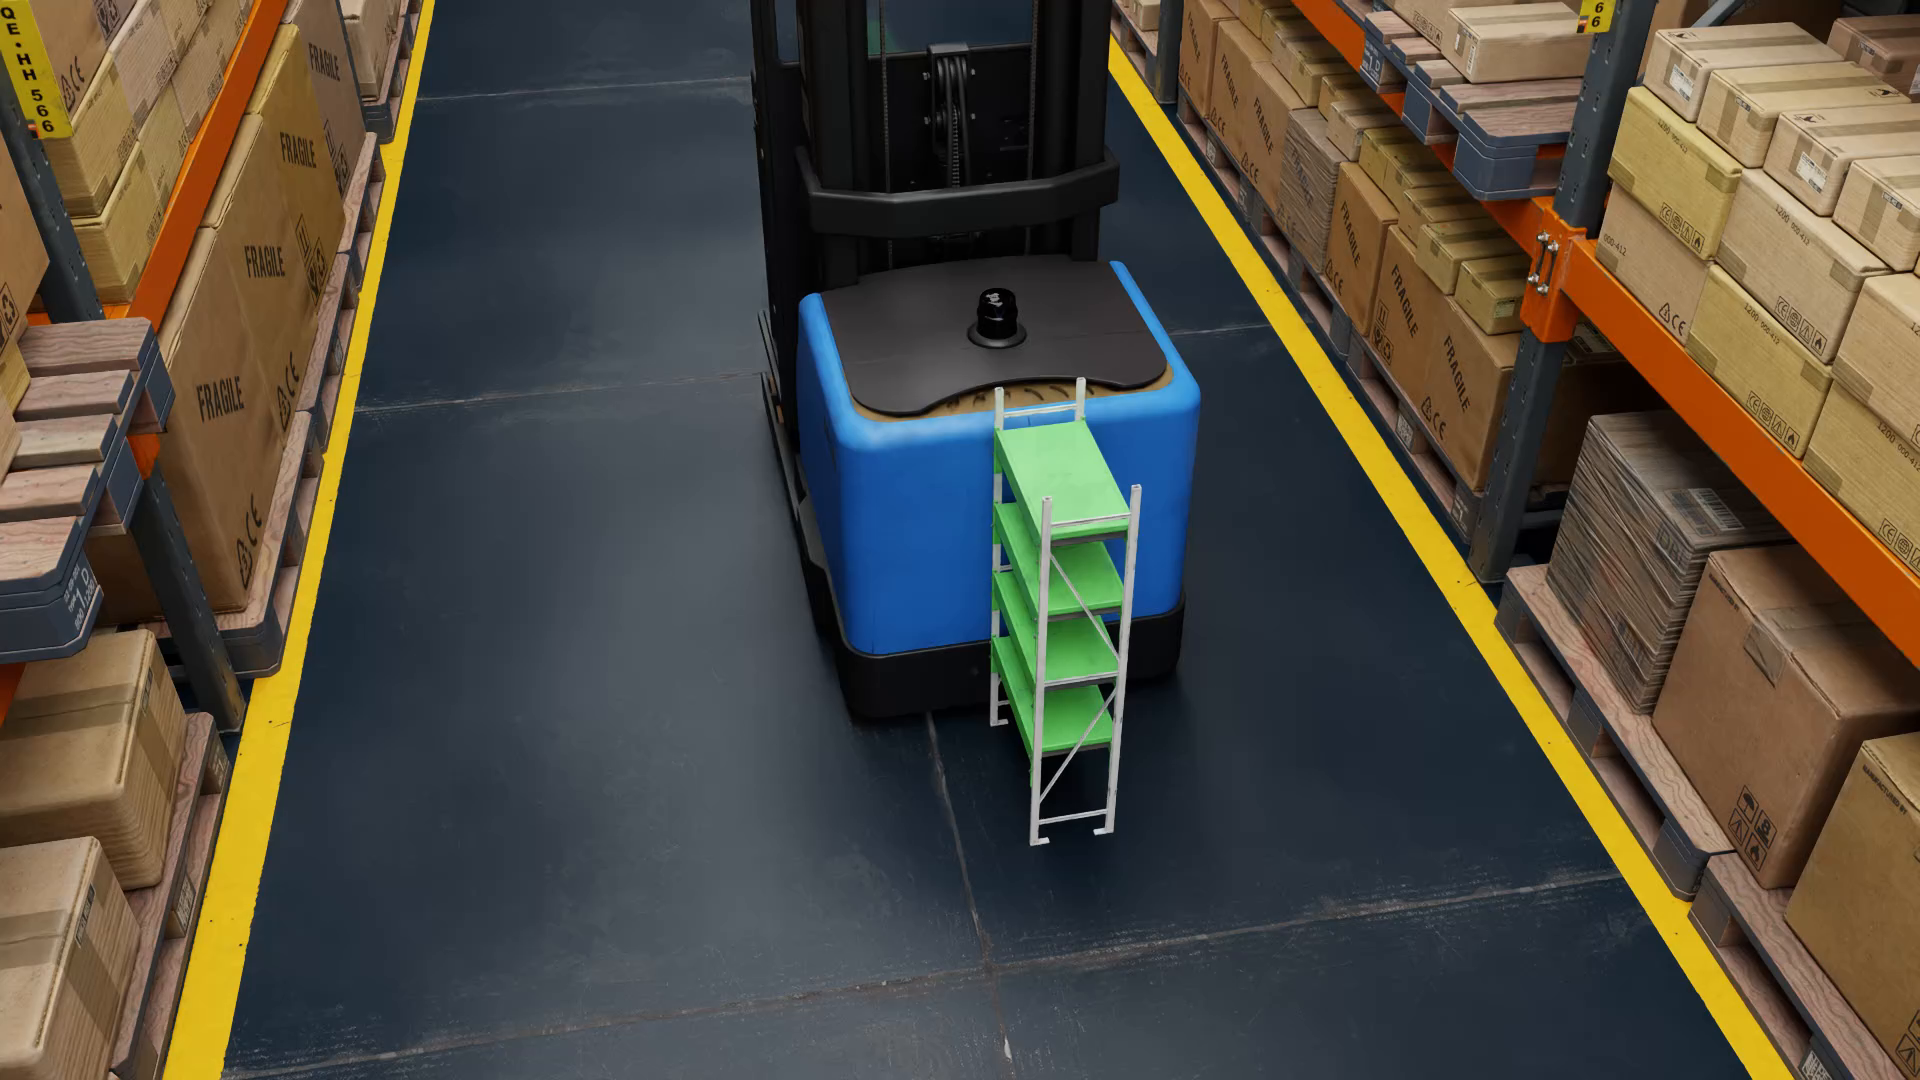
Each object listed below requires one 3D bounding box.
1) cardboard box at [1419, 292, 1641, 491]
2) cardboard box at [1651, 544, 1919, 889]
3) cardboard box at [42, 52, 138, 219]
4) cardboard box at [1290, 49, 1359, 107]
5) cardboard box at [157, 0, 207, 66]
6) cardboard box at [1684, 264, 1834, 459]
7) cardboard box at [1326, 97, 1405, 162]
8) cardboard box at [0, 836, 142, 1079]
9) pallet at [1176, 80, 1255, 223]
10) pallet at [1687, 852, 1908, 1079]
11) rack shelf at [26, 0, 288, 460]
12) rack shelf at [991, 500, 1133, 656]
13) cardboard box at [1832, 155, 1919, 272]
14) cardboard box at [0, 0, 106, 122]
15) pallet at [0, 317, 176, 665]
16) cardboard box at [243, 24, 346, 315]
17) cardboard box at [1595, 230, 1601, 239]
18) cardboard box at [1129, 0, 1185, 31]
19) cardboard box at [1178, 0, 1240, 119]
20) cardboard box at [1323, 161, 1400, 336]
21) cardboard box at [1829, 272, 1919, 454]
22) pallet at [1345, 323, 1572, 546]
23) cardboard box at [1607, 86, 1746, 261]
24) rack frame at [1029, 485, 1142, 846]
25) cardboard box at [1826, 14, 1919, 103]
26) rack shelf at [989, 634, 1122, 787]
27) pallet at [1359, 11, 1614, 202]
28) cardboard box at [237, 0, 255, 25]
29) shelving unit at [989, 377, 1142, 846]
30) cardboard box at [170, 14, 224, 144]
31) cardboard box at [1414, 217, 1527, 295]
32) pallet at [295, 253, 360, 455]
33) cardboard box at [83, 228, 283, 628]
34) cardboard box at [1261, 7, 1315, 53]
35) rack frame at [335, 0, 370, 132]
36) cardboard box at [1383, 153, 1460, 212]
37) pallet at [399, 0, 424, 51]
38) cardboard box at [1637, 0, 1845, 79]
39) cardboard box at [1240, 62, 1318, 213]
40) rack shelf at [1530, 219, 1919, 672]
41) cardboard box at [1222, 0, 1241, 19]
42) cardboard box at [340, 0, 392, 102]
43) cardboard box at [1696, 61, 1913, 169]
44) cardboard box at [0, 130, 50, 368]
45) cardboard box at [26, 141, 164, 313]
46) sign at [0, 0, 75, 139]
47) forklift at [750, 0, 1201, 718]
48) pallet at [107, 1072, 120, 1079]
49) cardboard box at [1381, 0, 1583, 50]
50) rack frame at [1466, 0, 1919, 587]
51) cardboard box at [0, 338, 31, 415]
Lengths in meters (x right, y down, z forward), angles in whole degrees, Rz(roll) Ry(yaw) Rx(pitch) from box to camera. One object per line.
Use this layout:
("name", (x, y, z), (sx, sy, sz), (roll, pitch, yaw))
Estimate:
("cardboard box", (1.935, -0.531, 5.684), (0.500, 0.500, 0.500), (-5, 38, -7))
("cardboard box", (2.439, 0.424, 4.353), (0.875, 0.625, 0.625), (-5, 38, -6))
("cardboard box", (-2.511, -1.055, 4.377), (0.500, 0.250, 0.500), (-6, 38, -8))
("cardboard box", (1.611, -1.944, 6.973), (0.380, 0.149, 0.250), (-5, 38, -6))
("cardboard box", (-2.676, -1.669, 5.169), (0.500, 0.250, 0.500), (-6, 38, -8))
("cardboard box", (2.141, -0.462, 4.022), (0.500, 0.250, 0.500), (-7, 38, -9))
("cardboard box", (1.680, -1.630, 6.570), (0.380, 0.149, 0.250), (-8, 39, -10))
("cardboard box", (-2.439, 1.075, 3.721), (0.950, 0.372, 0.625), (-7, 38, -9))
("pallet", (1.699, -1.948, 8.085), (1.003, 0.211, 1.213), (-6, 38, -8))
("pallet", (2.537, 1.218, 4.010), (1.003, 0.211, 1.213), (-6, 38, -8))
("rack shelf", (-3.016, -1.508, 5.832), (1.077, 0.370, 4.000), (-6, 38, -8))
("rack shelf", (0.261, 0.076, 4.387), (0.258, 0.148, 0.480), (-8, 38, -10))
("cardboard box", (2.163, -0.721, 3.623), (0.380, 0.149, 0.250), (-6, 38, -7))
("cardboard box", (-2.511, -1.342, 4.137), (0.500, 0.500, 0.500), (-7, 38, -9))
("pallet", (-2.435, -0.089, 3.576), (1.213, 0.211, 1.003), (-6, 38, -8))
("cardboard box", (-3.013, -1.416, 6.517), (0.875, 0.875, 0.875), (-5, 38, -7))
("cardboard box", (2.416, -1.067, 5.845), (0.380, 0.149, 0.250), (-5, 38, -7))
("cardboard box", (1.133, -2.881, 8.995), (0.380, 0.149, 0.250), (-7, 38, -9))
("cardboard box", (1.383, -2.398, 8.087), (0.500, 0.500, 0.500), (-5, 38, -6))
("cardboard box", (1.763, -1.150, 6.481), (0.500, 0.500, 0.500), (-5, 38, -6))
("cardboard box", (2.219, -0.343, 3.462), (0.500, 0.250, 0.500), (-7, 38, -9))
("pallet", (2.127, -0.474, 6.188), (1.003, 0.211, 1.213), (-6, 38, -8))
("cardboard box", (2.034, -0.961, 4.257), (0.500, 0.250, 0.500), (-6, 38, -8))
("rack frame", (0.313, 0.362, 4.307), (0.240, 1.200, 0.015), (-8, 38, -10))
("cardboard box", (2.477, -1.241, 4.292), (0.380, 0.149, 0.250), (-5, 38, -6))
("rack shelf", (0.261, 0.455, 4.681), (0.258, 0.148, 0.480), (-8, 38, -10))
("pallet", (2.033, -1.446, 5.323), (1.213, 0.211, 1.003), (-6, 38, -8))
("cardboard box", (-2.882, -2.082, 6.108), (0.500, 0.250, 0.500), (-7, 38, -9))
("shelving unit", (0.261, 0.215, 4.495), (0.258, 1.200, 0.503), (-8, 38, -10))
("cardboard box", (-2.697, -1.473, 5.323), (0.500, 0.250, 0.500), (-5, 38, -6))
("cardboard box", (1.807, -0.988, 5.743), (0.380, 0.149, 0.250), (-8, 39, -10))
("pallet", (-2.940, -0.702, 6.482), (1.003, 0.211, 1.213), (-6, 38, -8))
("cardboard box", (-2.705, -0.337, 5.128), (0.875, 0.875, 0.875), (-7, 38, -8))
("cardboard box", (1.563, -2.249, 7.366), (0.380, 0.149, 0.250), (-7, 38, -9))
("rack frame", (-3.367, -3.000, 7.167), (1.000, 3.000, 0.127), (-6, 38, -8))
("cardboard box", (1.802, -1.316, 6.165), (0.380, 0.149, 0.250), (-5, 38, -7))
("pallet", (-3.640, -3.105, 9.575), (1.003, 0.211, 1.213), (-6, 38, -8))
("cardboard box", (2.285, -1.653, 5.009), (0.500, 0.500, 0.500), (-5, 38, -6))
("cardboard box", (1.569, -1.776, 7.286), (0.500, 0.500, 0.500), (-7, 38, -9))
("rack shelf", (2.571, 0.372, 3.413), (1.077, 0.370, 4.000), (-6, 38, -8))
("cardboard box", (1.445, -2.567, 7.775), (0.380, 0.149, 0.250), (-7, 38, -9))
("cardboard box", (-3.371, -2.545, 8.327), (0.875, 0.438, 0.875), (-7, 38, -9))
("cardboard box", (2.035, -1.030, 4.021), (0.380, 0.149, 0.250), (-5, 38, -7))
("cardboard box", (-2.312, -0.662, 3.491), (0.500, 0.500, 0.500), (-7, 38, -9))
("cardboard box", (-2.503, -0.847, 4.518), (0.500, 0.250, 0.500), (-7, 38, -9))
("sign", (-2.133, -1.074, 3.808), (0.100, 0.325, 0.005), (-6, 38, -8))
("forklift", (-0.135, -1.535, 5.337), (1.130, 2.935, 3.031), (-8, 39, -10))
("pallet", (-2.319, 1.725, 3.358), (1.003, 0.211, 1.213), (-6, 38, -8))
("cardboard box", (1.717, -1.829, 5.439), (0.500, 0.250, 0.500), (-8, 39, -10))
("rack frame", (2.221, -1.120, 4.747), (1.000, 3.000, 0.127), (-6, 38, -8))
("cardboard box", (-2.258, -0.324, 3.584), (0.380, 0.149, 0.250), (-6, 38, -7))
